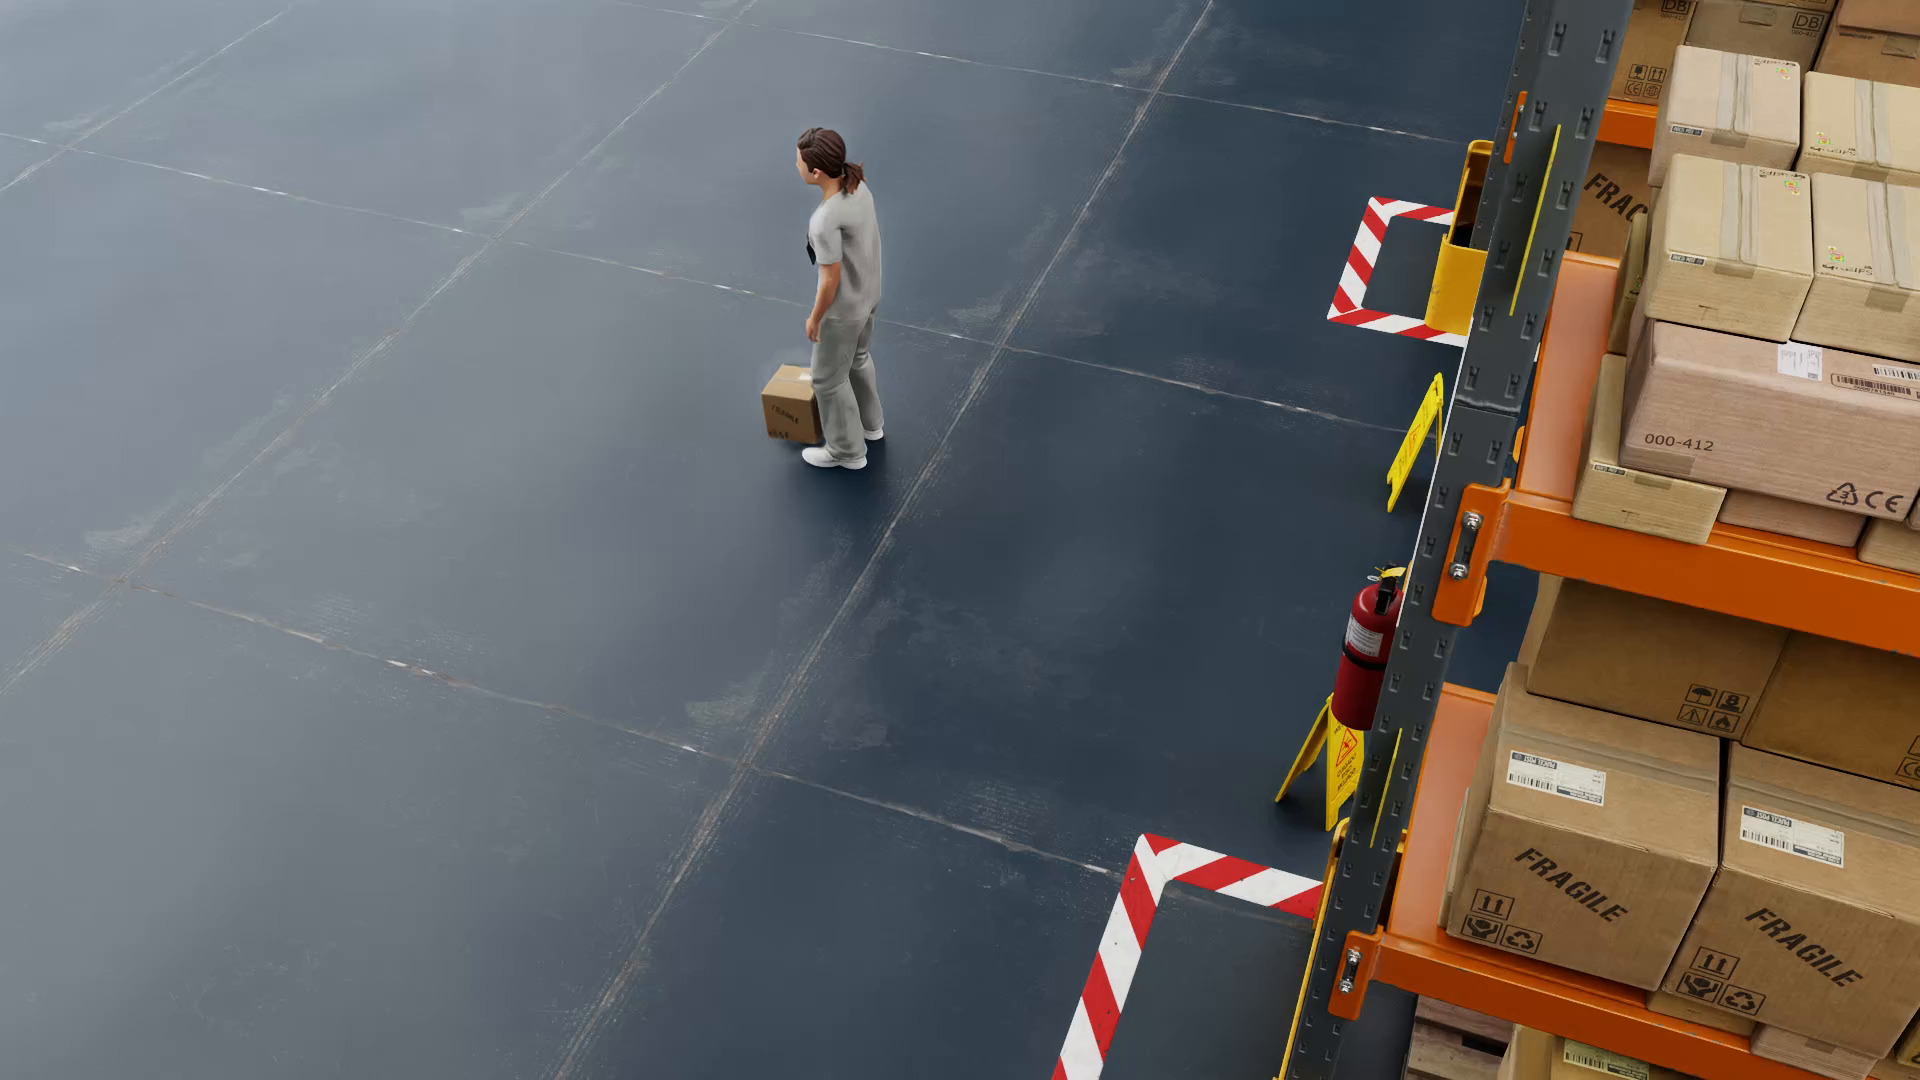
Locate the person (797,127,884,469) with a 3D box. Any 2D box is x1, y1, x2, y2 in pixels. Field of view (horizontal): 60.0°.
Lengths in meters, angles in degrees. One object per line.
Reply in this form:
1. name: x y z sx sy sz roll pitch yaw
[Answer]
1. person: -0.530 -1.033 7.360 0.362 1.621 0.483 12 43 14
